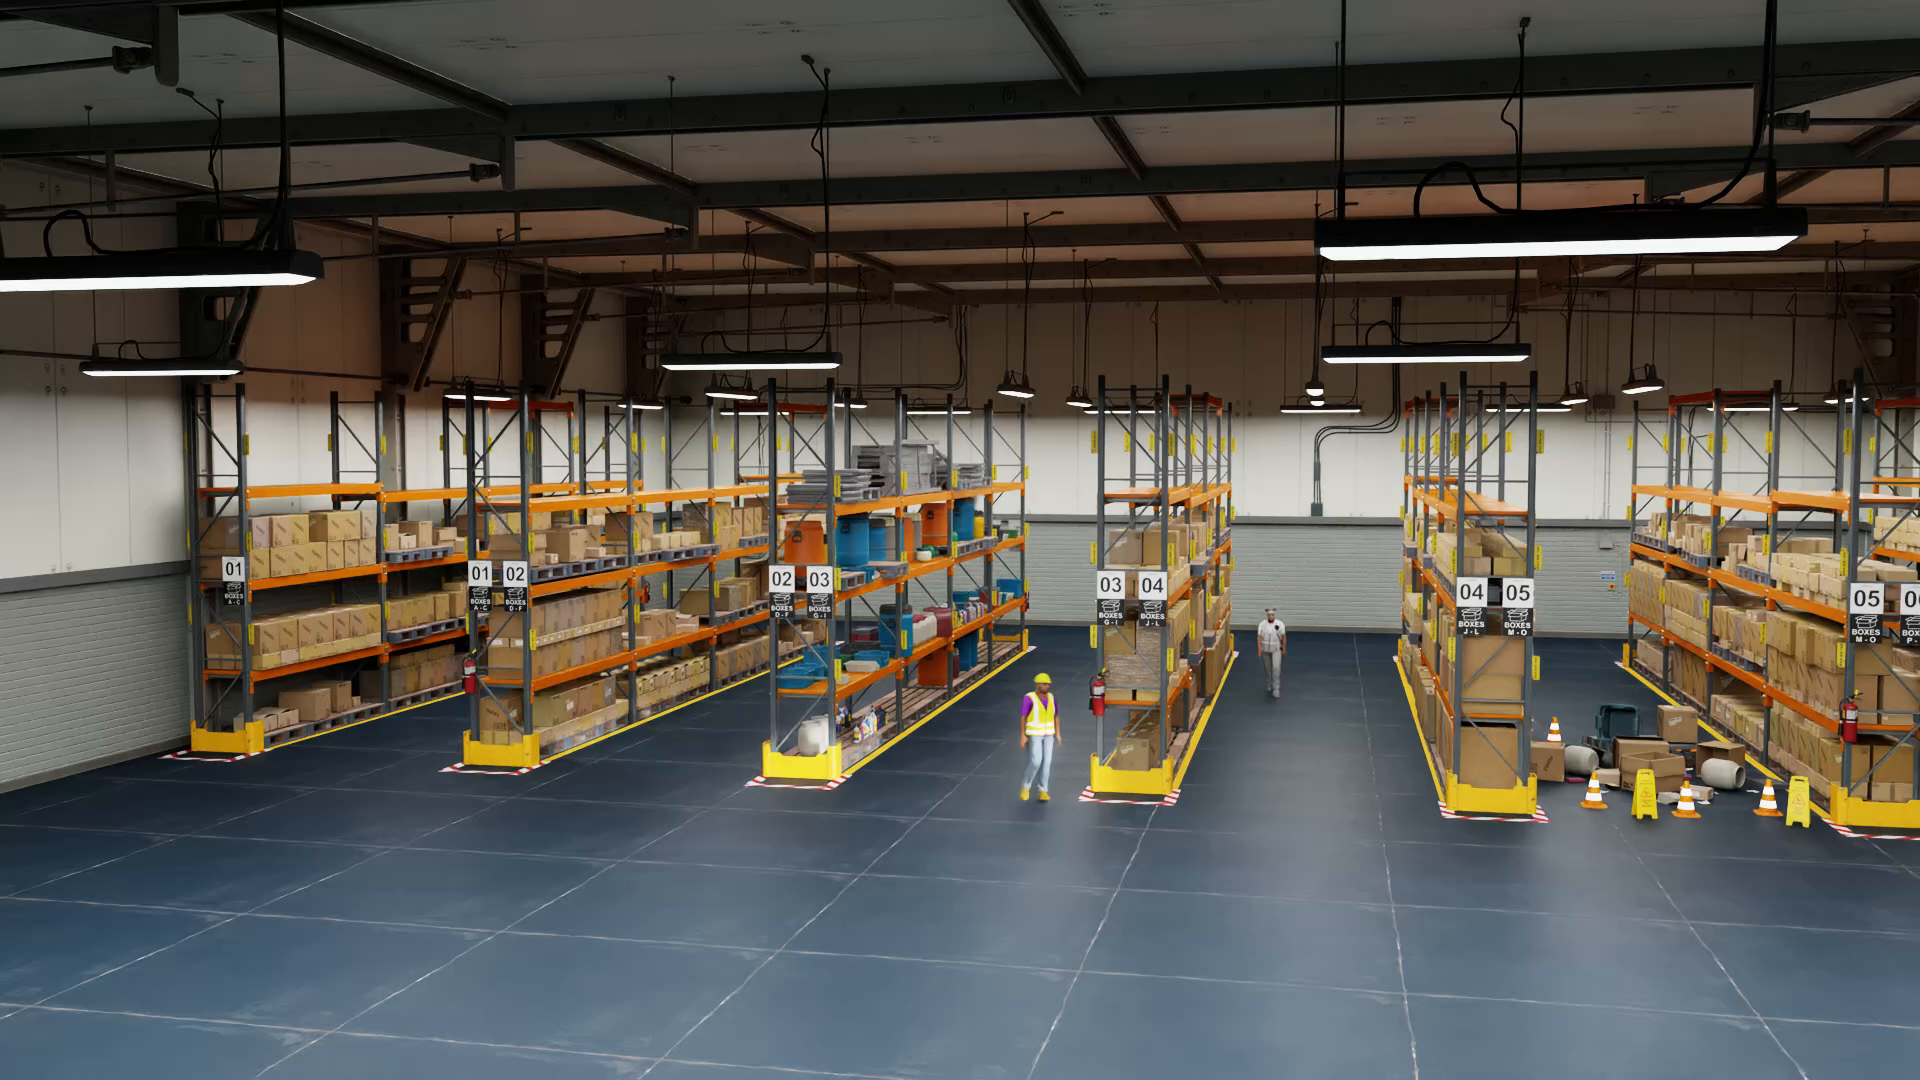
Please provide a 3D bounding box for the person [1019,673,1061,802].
[{"bbox_3d":[1.142,2.772,23.417,0.610,1.786,0.425,-2,4,-30],"label":"person"}]

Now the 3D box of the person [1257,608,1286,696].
[{"bbox_3d":[6.233,2.213,33.373,0.553,1.710,0.919,1,4,23],"label":"person"}]
